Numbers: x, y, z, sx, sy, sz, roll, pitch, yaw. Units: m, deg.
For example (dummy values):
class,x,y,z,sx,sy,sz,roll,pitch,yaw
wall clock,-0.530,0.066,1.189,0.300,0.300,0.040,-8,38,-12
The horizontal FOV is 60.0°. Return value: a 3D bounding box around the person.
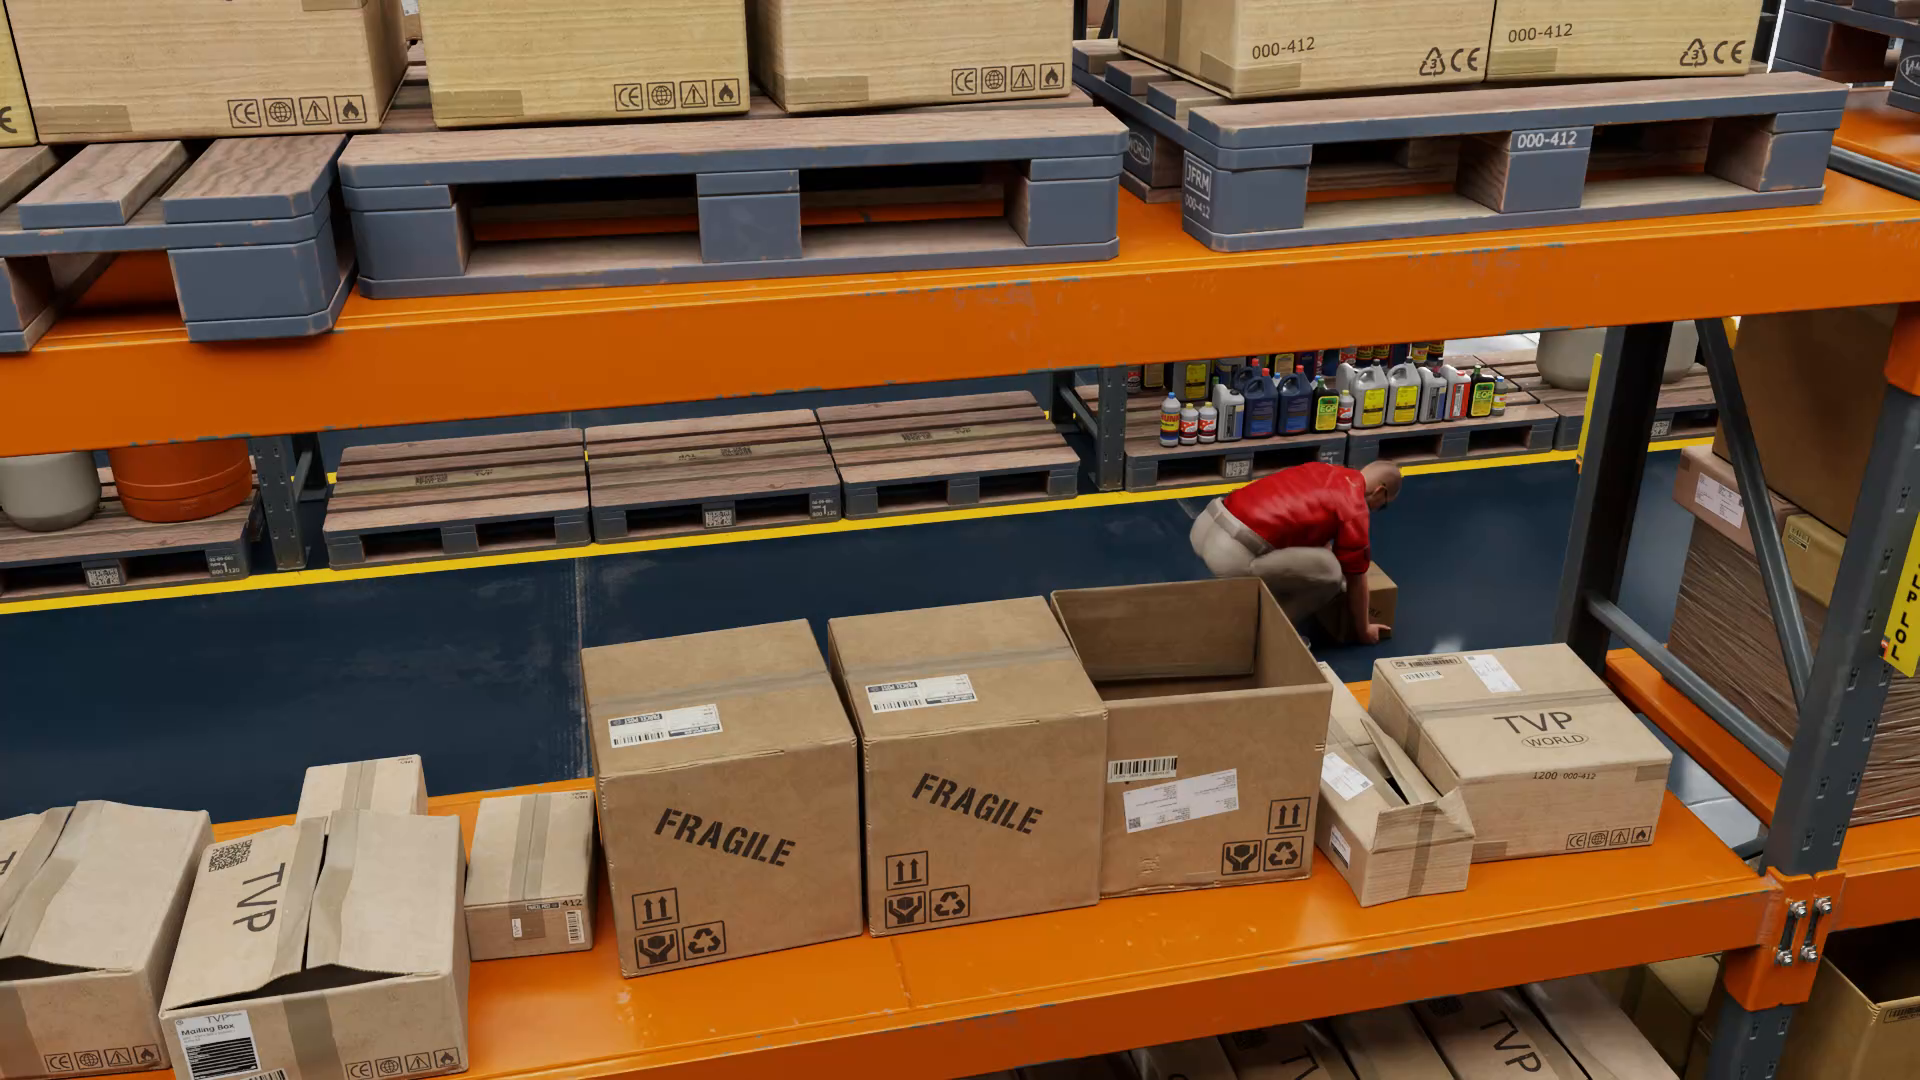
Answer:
class,x,y,z,sx,sy,sz,roll,pitch,yaw
person,1.476,-0.058,7.038,0.946,1.026,0.509,-7,27,-14
